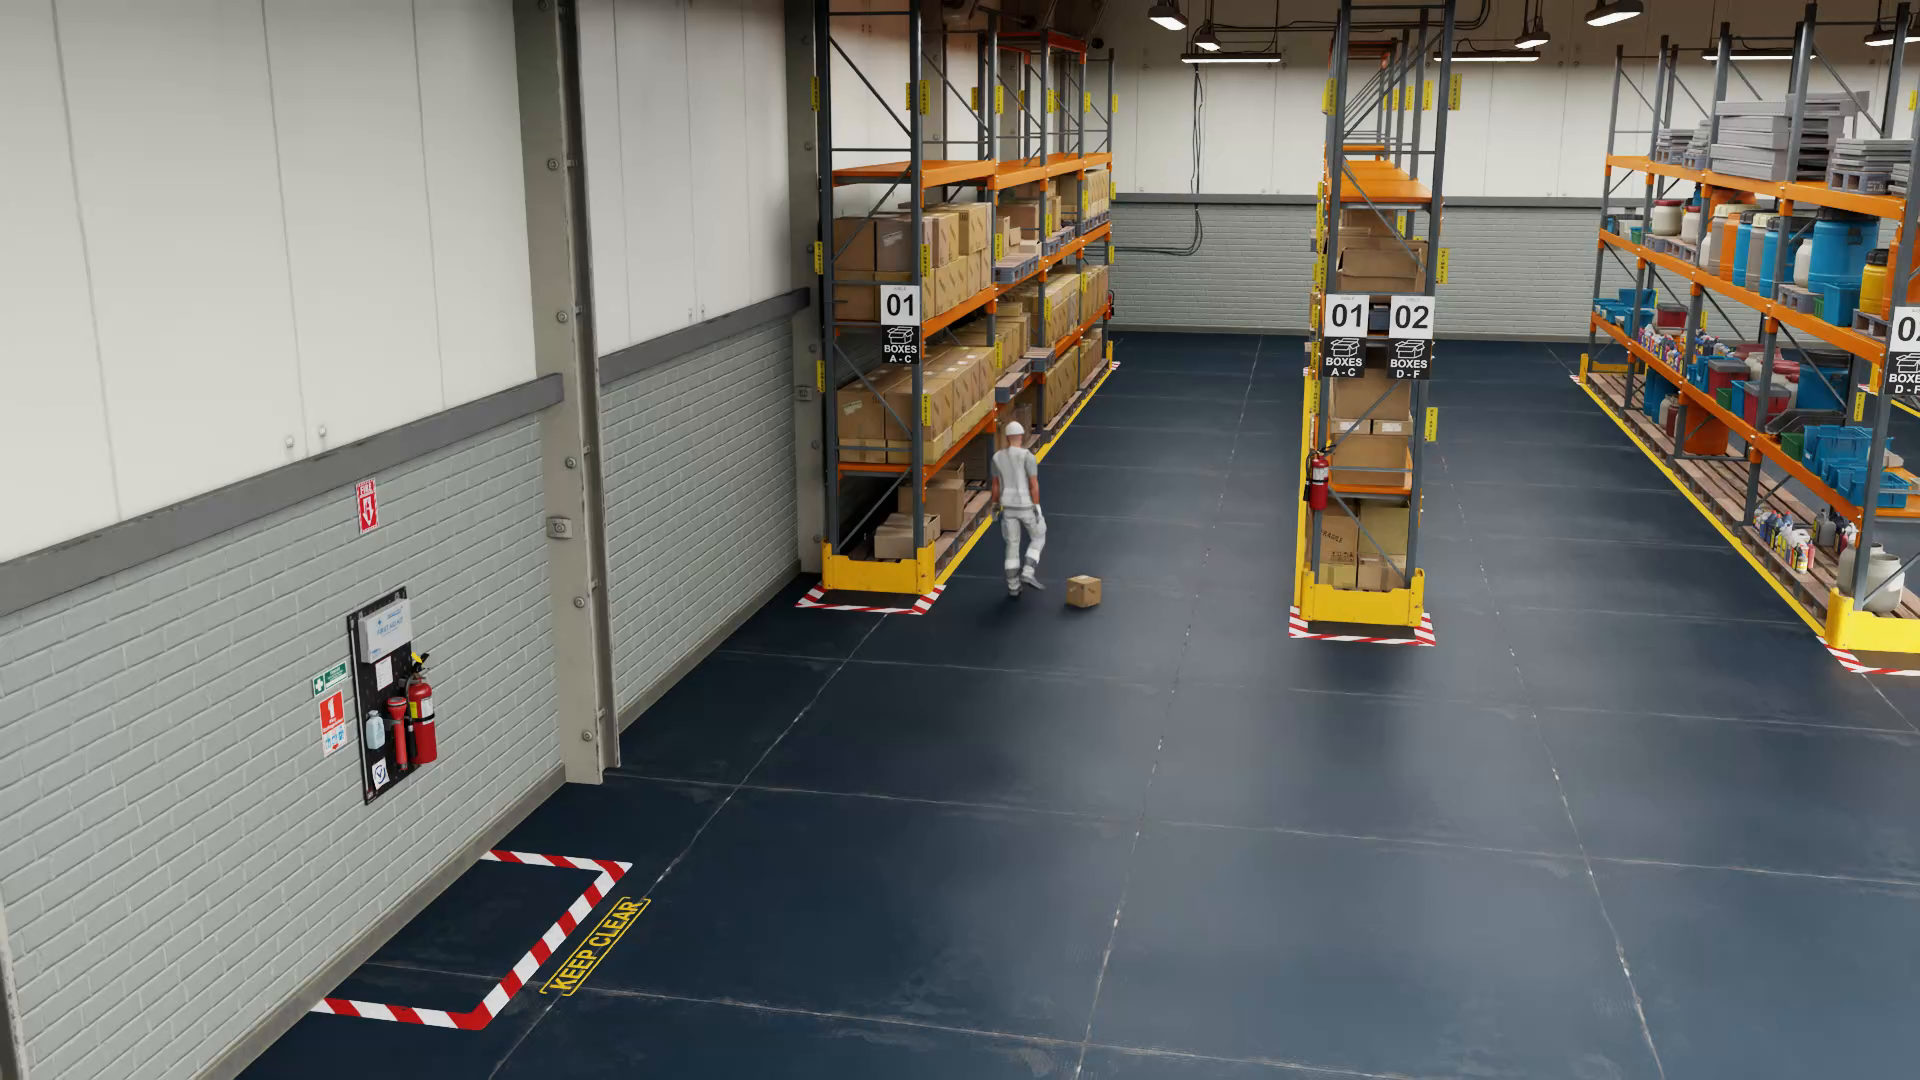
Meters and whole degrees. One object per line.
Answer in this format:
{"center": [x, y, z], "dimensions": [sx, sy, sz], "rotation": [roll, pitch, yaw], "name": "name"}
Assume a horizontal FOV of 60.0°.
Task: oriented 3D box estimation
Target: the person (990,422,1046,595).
{"center": [0.602, -0.333, 17.203], "dimensions": [0.660, 1.762, 0.514], "rotation": [6, 16, 22], "name": "person"}
